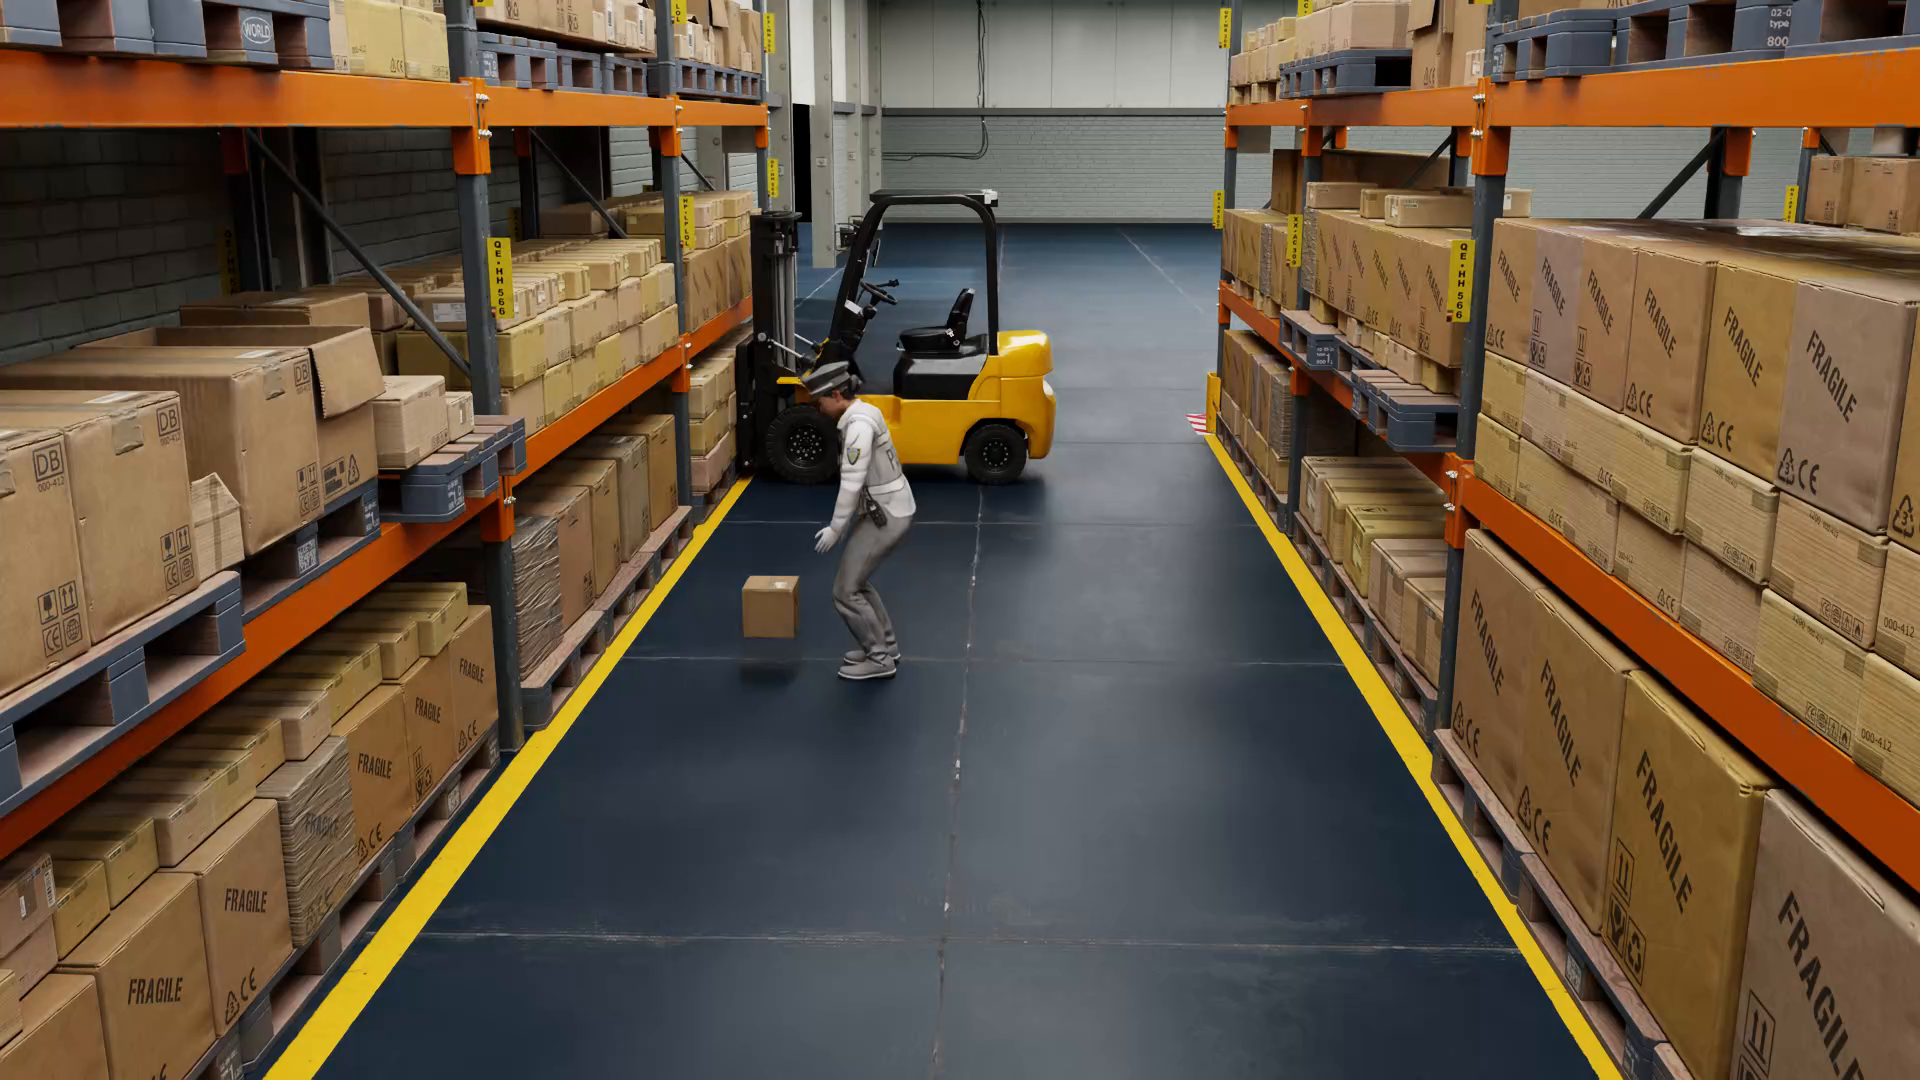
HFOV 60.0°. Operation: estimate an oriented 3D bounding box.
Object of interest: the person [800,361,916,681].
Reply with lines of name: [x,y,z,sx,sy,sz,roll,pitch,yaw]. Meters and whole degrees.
person: [-0.491,-0.088,8.119,0.548,1.548,0.520,1,14,3]
